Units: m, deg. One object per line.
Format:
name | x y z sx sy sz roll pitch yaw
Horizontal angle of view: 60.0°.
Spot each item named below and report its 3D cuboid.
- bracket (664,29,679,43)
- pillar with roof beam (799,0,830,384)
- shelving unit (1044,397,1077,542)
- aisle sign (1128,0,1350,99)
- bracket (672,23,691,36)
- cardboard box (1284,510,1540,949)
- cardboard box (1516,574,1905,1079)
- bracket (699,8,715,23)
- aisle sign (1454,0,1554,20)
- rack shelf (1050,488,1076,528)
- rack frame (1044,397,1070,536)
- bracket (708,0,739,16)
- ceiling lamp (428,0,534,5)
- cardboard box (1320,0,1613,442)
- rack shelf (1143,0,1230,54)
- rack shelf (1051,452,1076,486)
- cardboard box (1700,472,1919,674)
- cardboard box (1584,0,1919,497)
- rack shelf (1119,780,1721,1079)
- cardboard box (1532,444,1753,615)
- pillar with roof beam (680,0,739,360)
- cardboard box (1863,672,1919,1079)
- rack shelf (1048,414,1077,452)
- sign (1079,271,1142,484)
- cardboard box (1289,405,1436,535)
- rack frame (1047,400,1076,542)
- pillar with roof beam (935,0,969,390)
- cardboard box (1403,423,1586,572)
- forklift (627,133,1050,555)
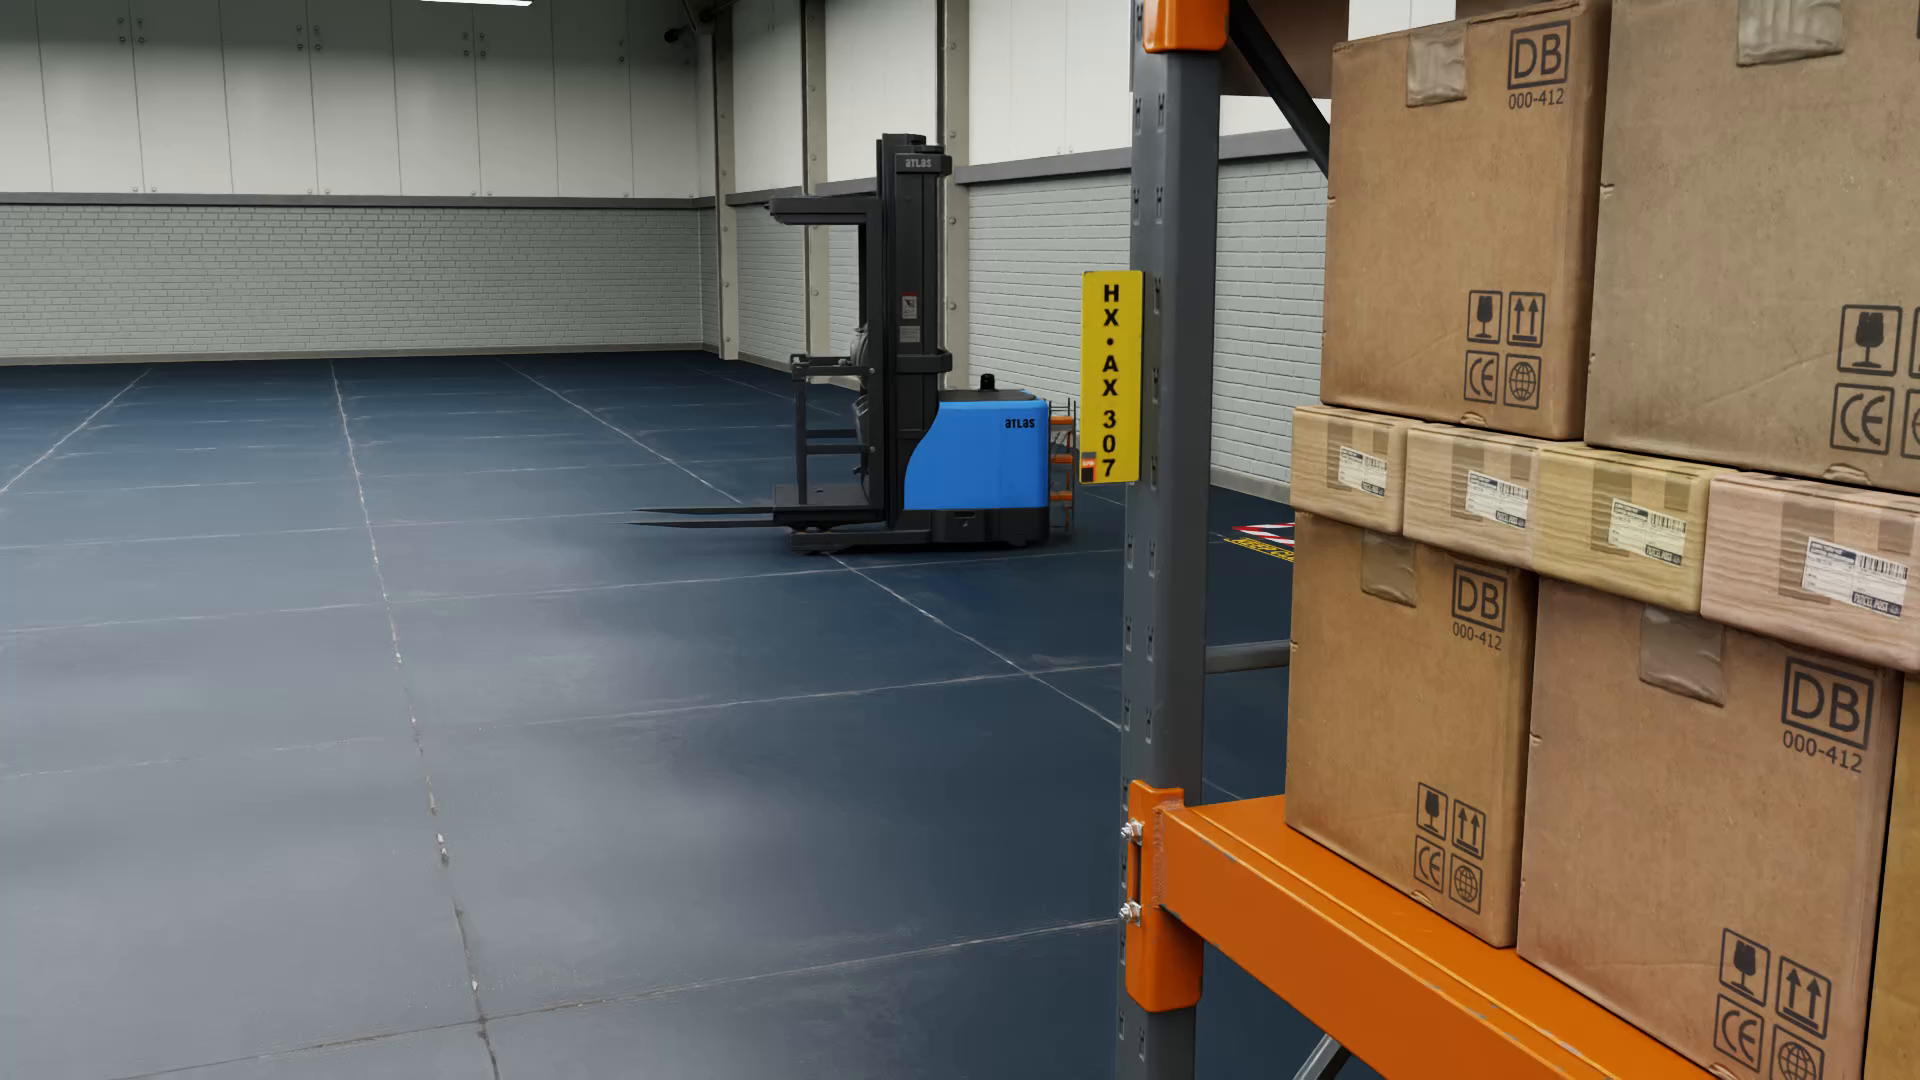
bracket | -5.784 -10.130 33.395 0.235 0.232 0.430 -4 11 -21
pillar with roof beam | -6.282 -6.673 24.239 9.100 9.000 0.400 -4 11 -21
shelving unit | 0.735 -0.523 12.362 0.215 1.050 0.252 -1 10 -6
aisle sign | 0.443 -1.091 2.564 0.394 0.787 0.004 -4 11 -21
bracket | -5.570 -10.033 32.853 0.076 0.066 3.189 -4 11 -21
cardboard box | 0.909 0.208 2.399 0.700 0.500 0.500 -4 11 -21
cardboard box | 1.104 0.294 1.919 0.700 0.500 0.500 -4 11 -19
bracket | -4.624 -9.607 30.458 0.235 0.232 0.430 -4 11 -21
aisle sign | 1.002 -1.129 2.778 0.394 0.787 0.004 -4 11 -21
rack shelf | 0.734 -0.239 12.412 0.215 0.259 0.240 -1 10 -6
rack frame | 0.721 -0.544 12.481 0.200 1.050 0.008 -1 10 -6
bracket | -3.691 -9.187 28.094 0.076 0.066 4.783 -4 11 -21
ceiling lamp | -7.667 -9.854 25.454 2.000 3.185 0.800 -4 11 -21
cardboard box | 0.928 -0.422 2.237 0.700 0.500 0.500 -4 11 -21
rack shelf | 1.477 -0.616 0.805 1.077 0.370 4.000 -4 11 -21
rack shelf | 0.735 -0.513 12.364 0.215 0.259 0.240 -1 10 -6
cardboard box | 0.970 0.015 1.635 0.380 0.149 0.250 -4 11 -22
cardboard box | 1.124 -0.336 1.756 0.700 0.500 0.500 -4 11 -22
rack shelf | 1.477 0.861 1.068 1.077 0.370 4.000 -4 11 -21
cardboard box | 0.881 -0.027 1.867 0.380 0.149 0.250 -4 11 -21
pillar with roof beam | -8.456 -7.652 29.745 9.100 9.000 0.548 -4 11 -21
cardboard box | 1.279 0.375 1.461 0.700 0.500 0.500 -4 11 -21
rack shelf | 0.735 -0.792 12.314 0.215 0.259 0.240 -1 10 -6
sign | 0.233 -0.250 2.565 0.100 0.325 0.005 -4 11 -21
cardboard box | 0.693 -0.110 2.338 0.380 0.149 0.250 -4 11 -21
rack frame | 0.748 -0.502 12.242 0.200 1.050 0.008 -1 10 -6
pillar with roof beam | -4.108 -5.694 18.733 9.100 9.000 0.400 -4 11 -21
cardboard box | 0.792 -0.067 2.097 0.380 0.149 0.250 -4 11 -22
forklift | -0.904 -1.432 12.104 3.031 2.935 1.130 -1 10 -6
